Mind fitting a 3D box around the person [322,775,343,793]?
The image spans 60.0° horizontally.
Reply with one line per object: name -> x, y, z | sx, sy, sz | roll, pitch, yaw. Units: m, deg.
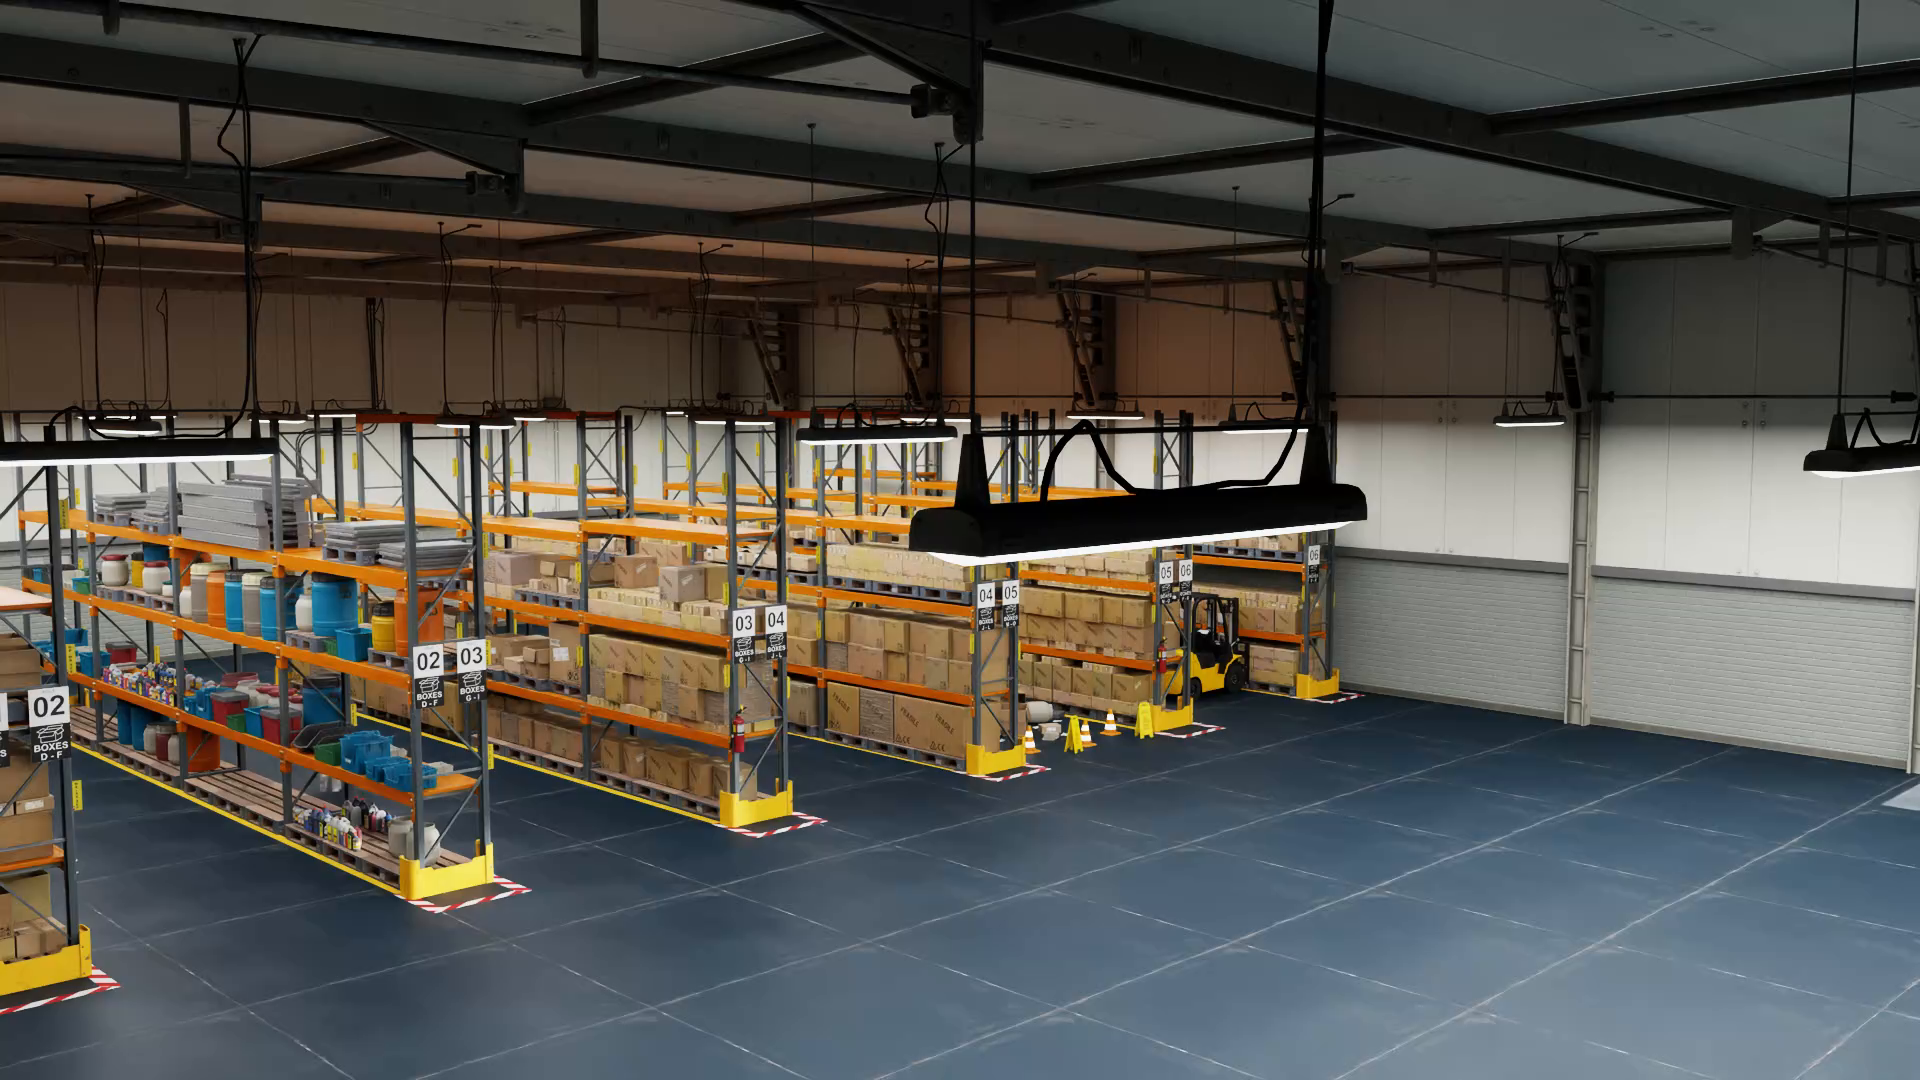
person -> -9.998, 3.170, 26.531 | 0.607, 1.853, 0.460 | 2, 5, 22
